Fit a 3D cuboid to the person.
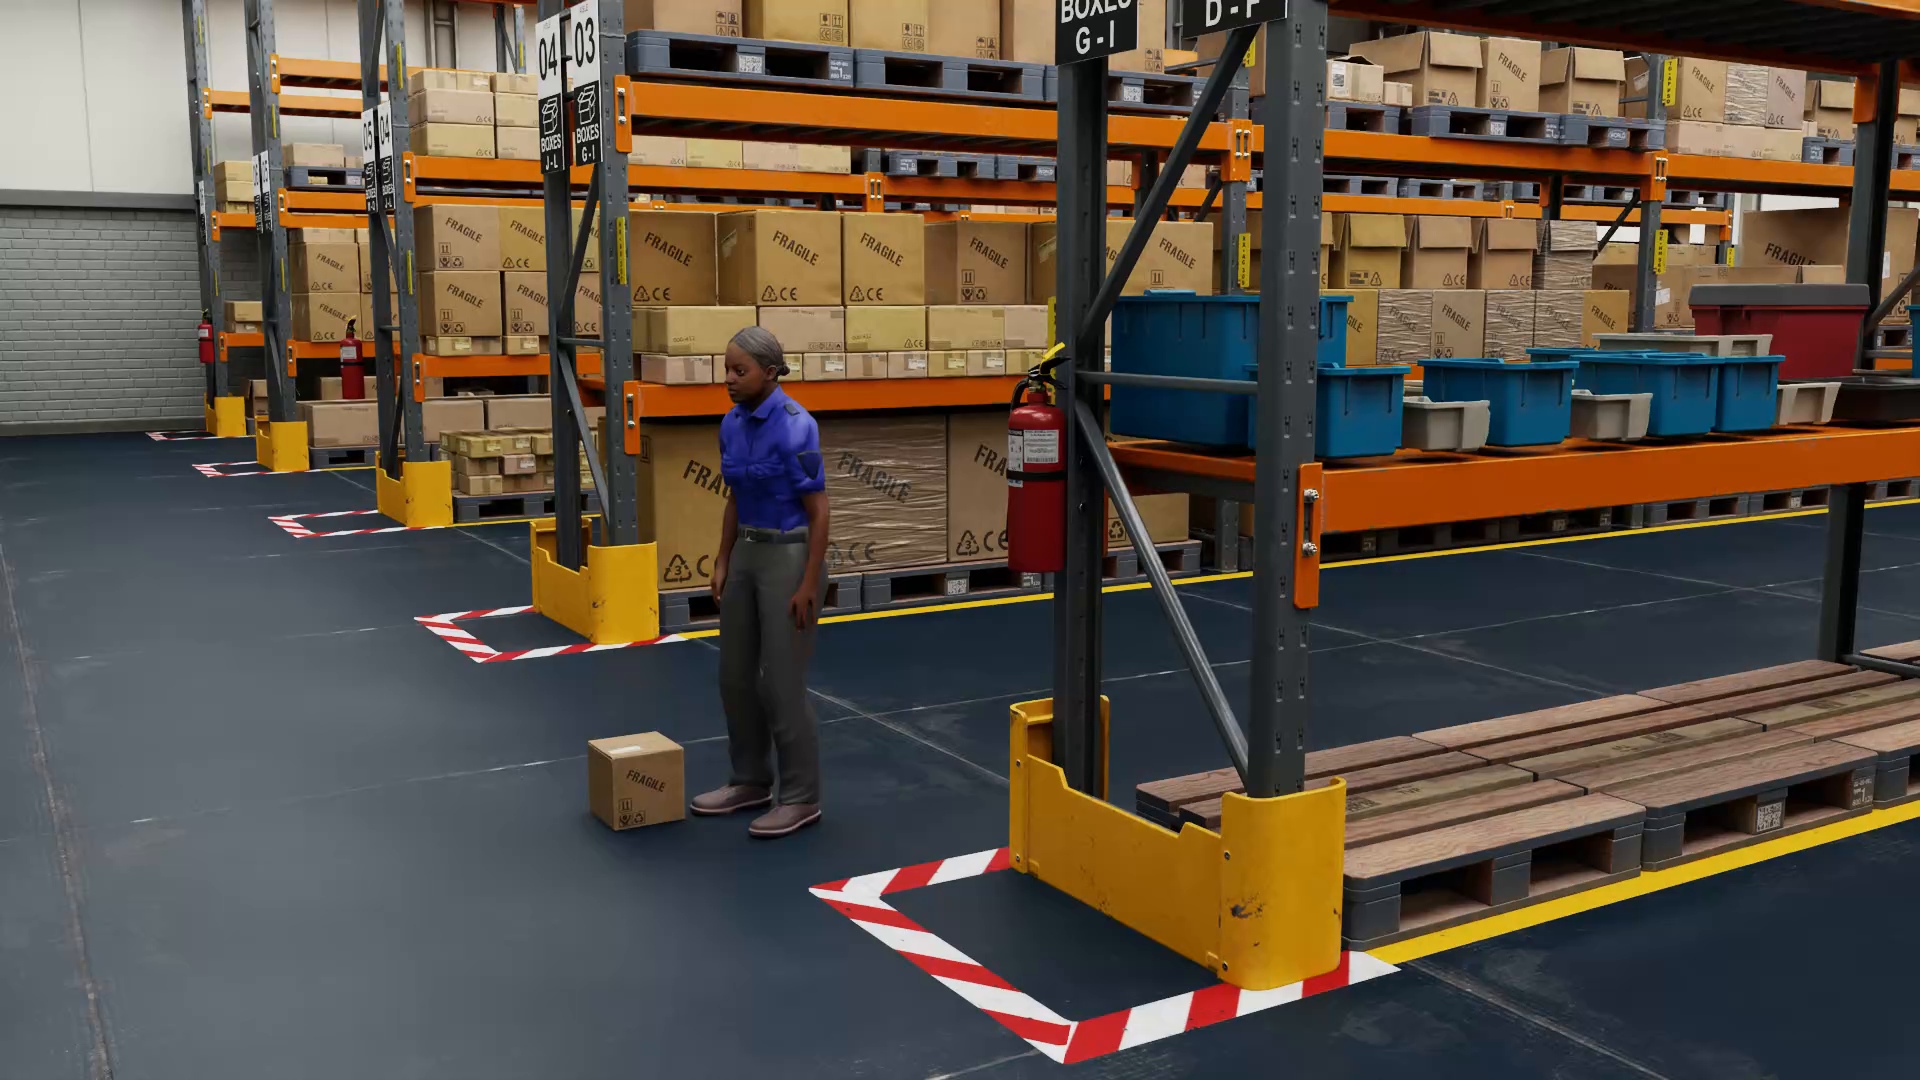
[{"bbox_3d":[-0.643,0.123,5.495,0.349,1.655,0.533,-8,11,-44],"label":"person"}]
